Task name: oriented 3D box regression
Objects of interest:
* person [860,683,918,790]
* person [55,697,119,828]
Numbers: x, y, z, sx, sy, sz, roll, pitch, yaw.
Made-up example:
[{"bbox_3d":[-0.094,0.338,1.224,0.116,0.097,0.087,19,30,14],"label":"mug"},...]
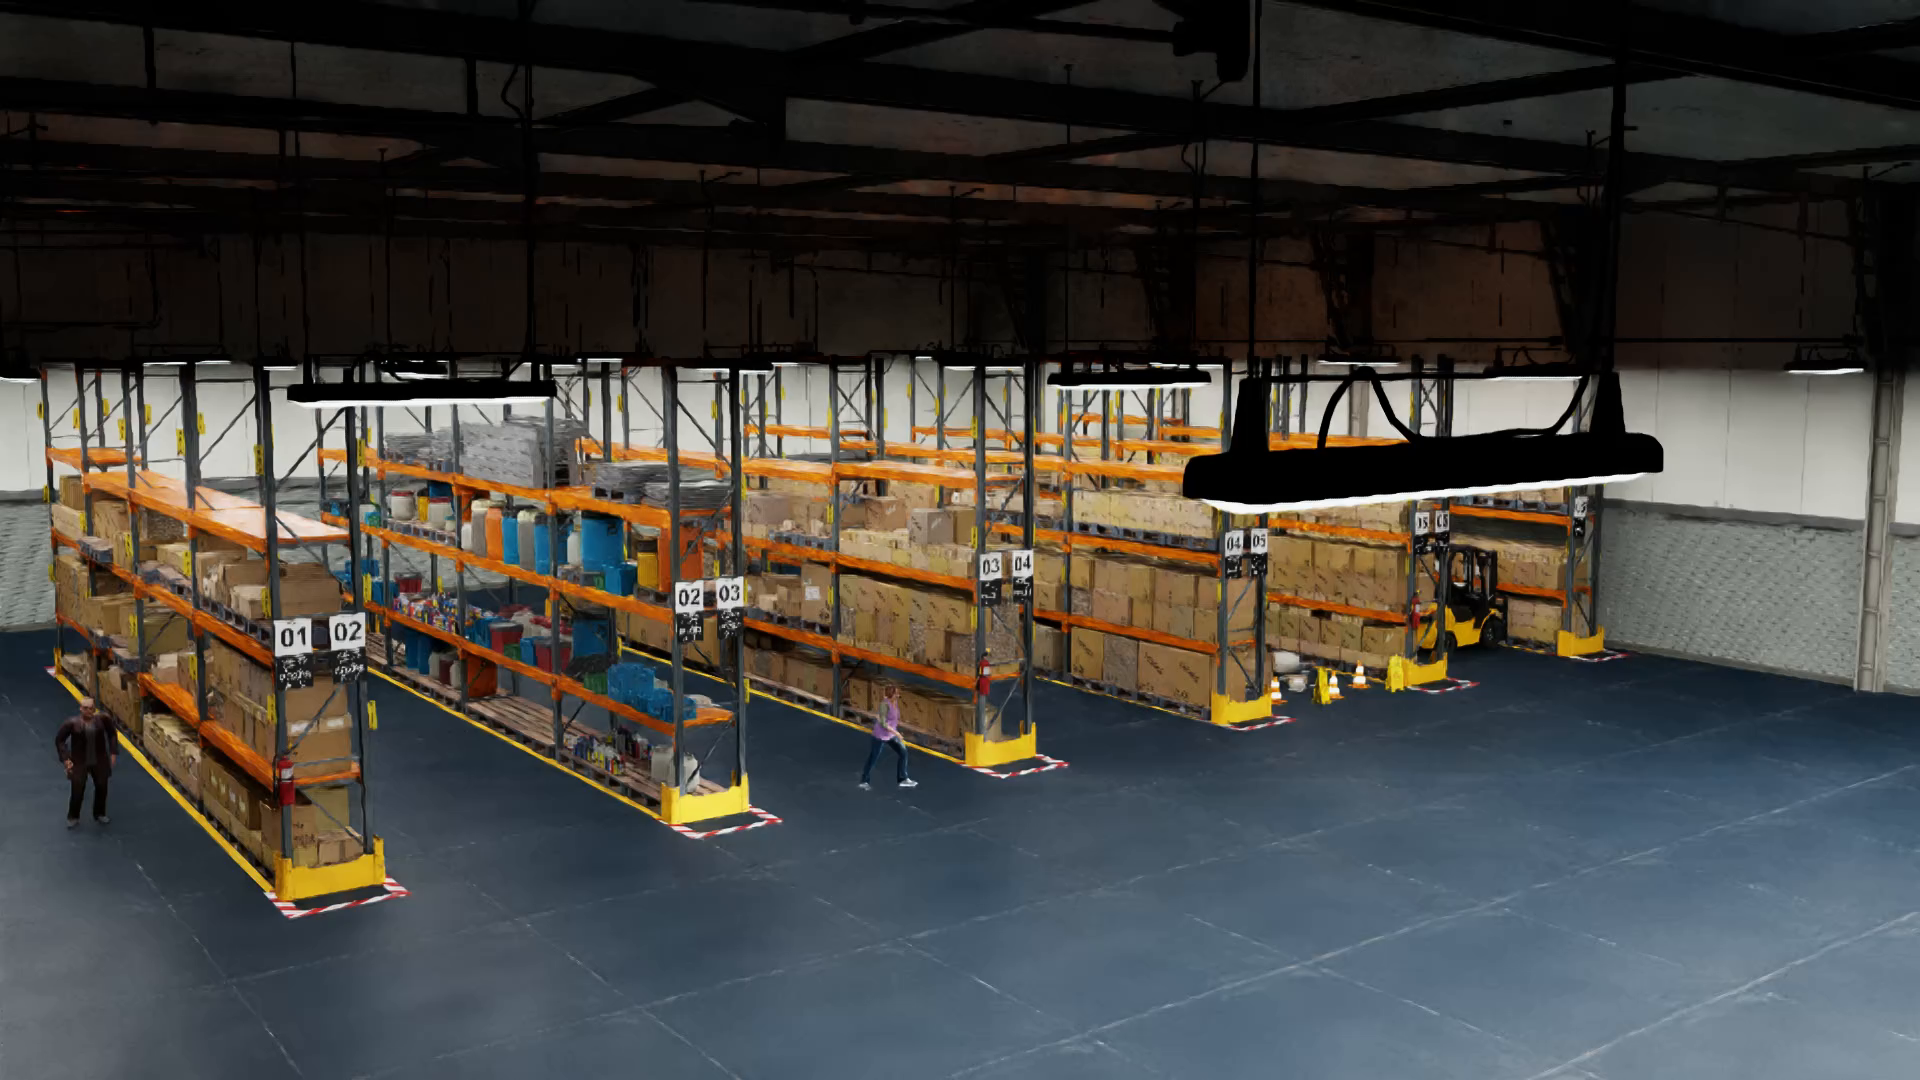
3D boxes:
[{"bbox_3d":[-1.041,2.755,23.434,0.739,1.535,0.568,4,8,32],"label":"person"},{"bbox_3d":[-11.381,2.878,21.696,0.729,1.734,0.546,-5,9,-37],"label":"person"}]
